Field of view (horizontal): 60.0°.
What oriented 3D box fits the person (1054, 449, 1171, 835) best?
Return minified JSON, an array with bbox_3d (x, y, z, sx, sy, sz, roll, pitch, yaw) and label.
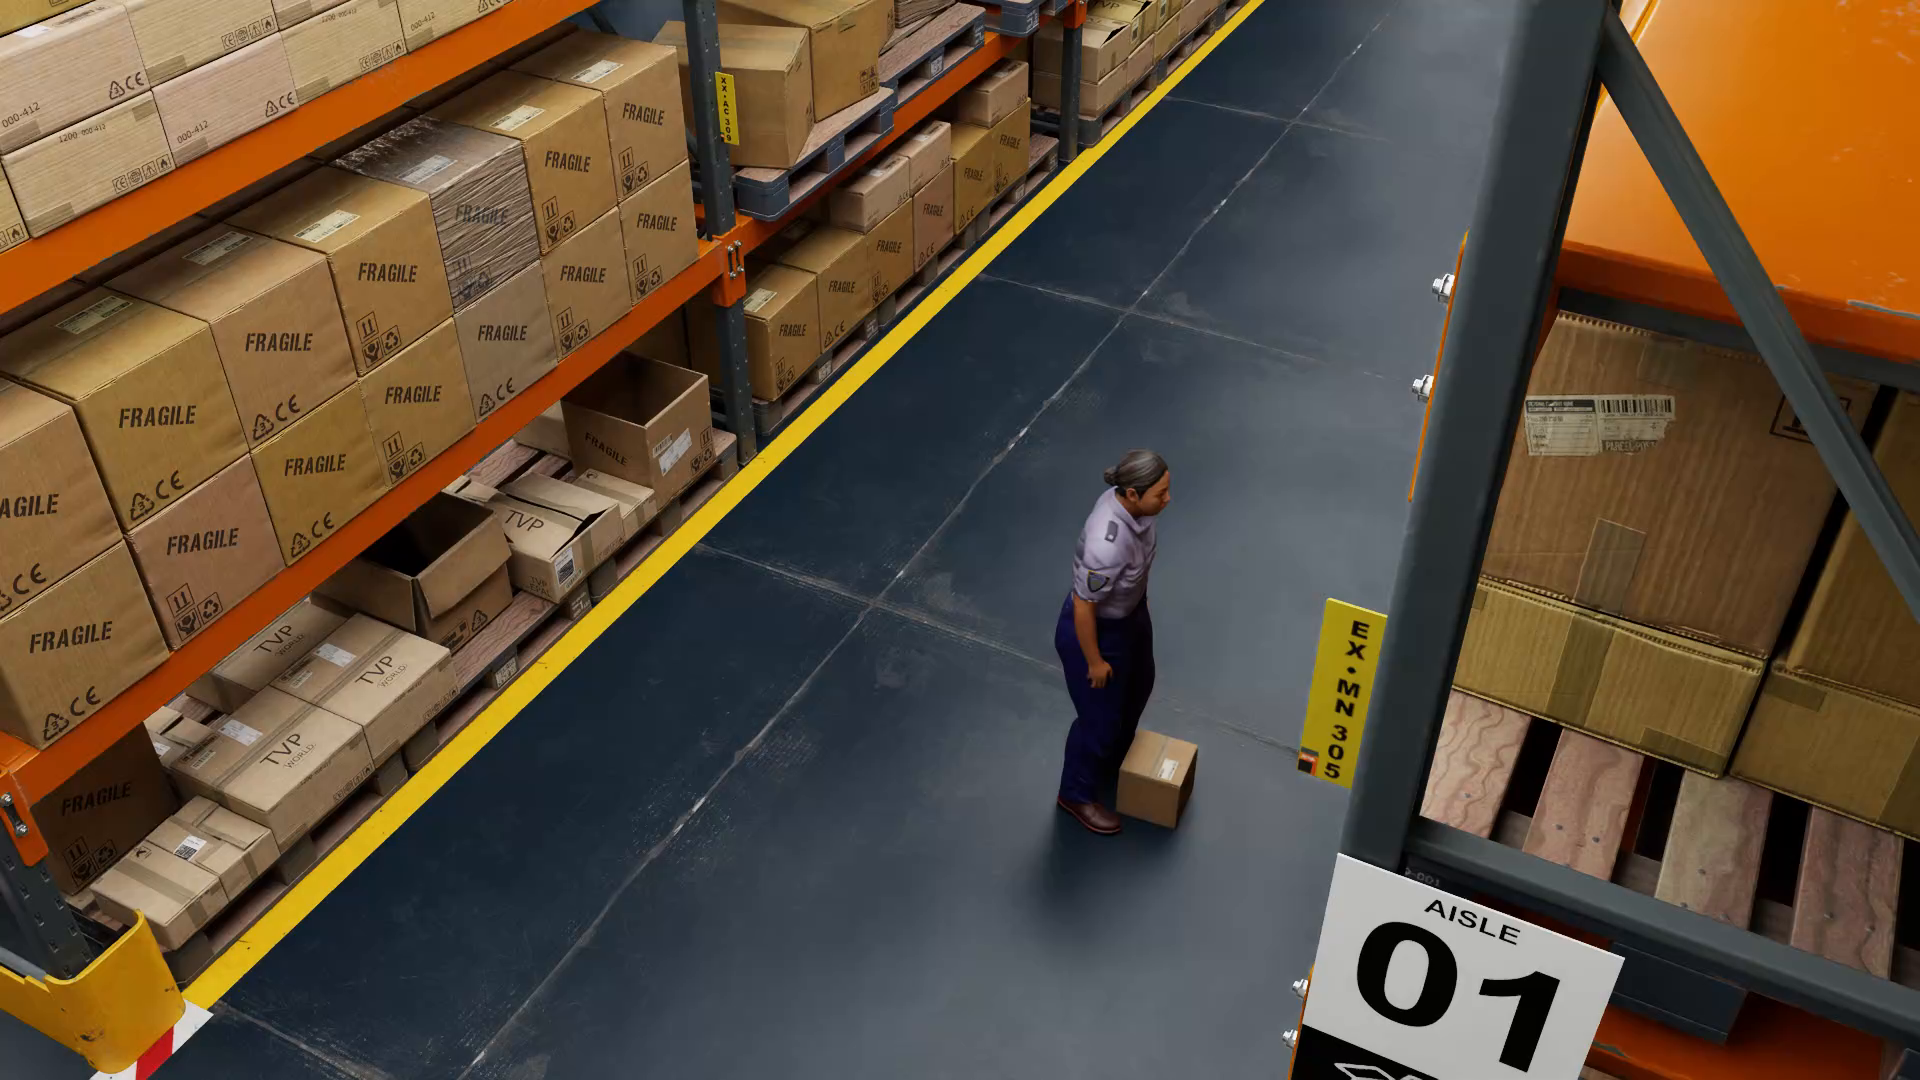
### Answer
[{"bbox_3d":[0.596,0.350,6.310,0.424,1.650,0.546,16,41,19],"label":"person"}]
